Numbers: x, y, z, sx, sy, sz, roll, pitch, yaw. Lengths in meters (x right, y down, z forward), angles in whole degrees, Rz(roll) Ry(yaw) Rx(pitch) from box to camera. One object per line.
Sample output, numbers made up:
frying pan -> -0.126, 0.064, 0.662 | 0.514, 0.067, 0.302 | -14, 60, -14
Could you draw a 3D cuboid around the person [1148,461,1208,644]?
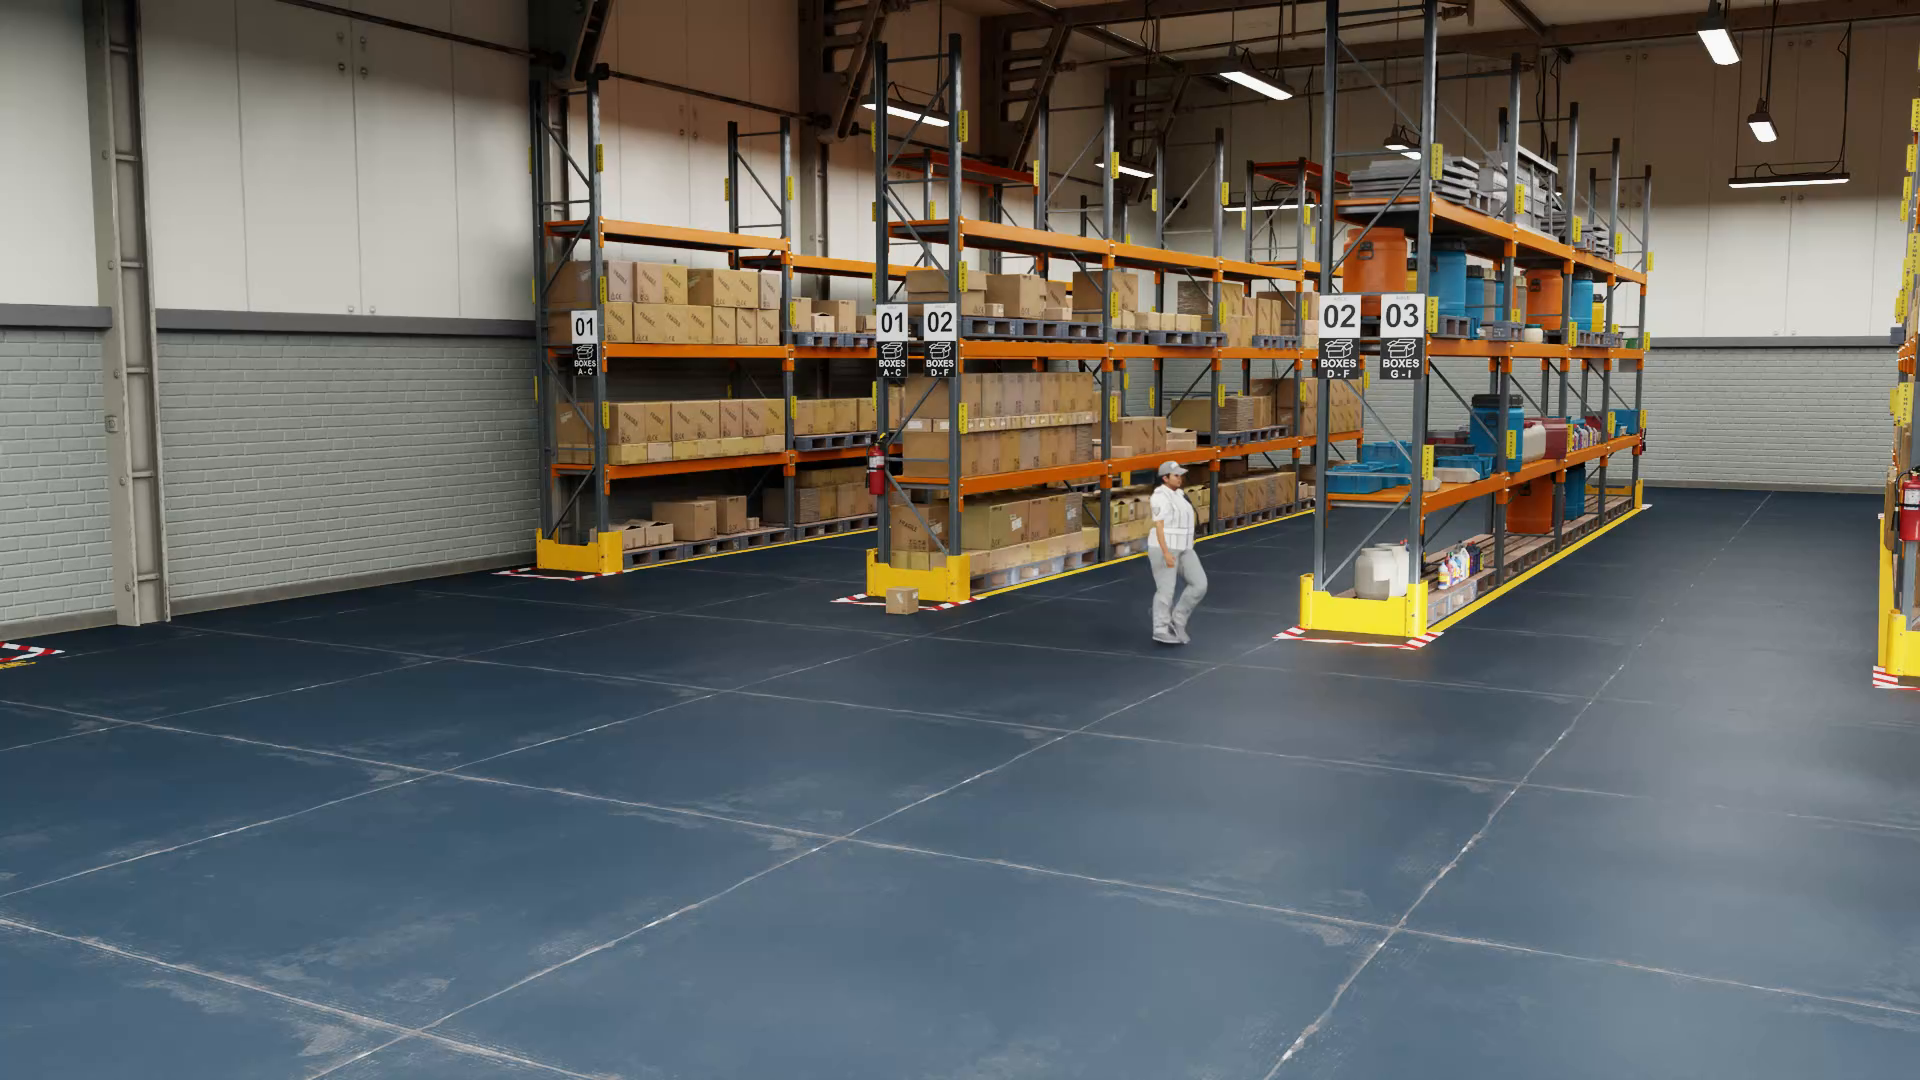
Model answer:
person -> 1.967, 0.128, 15.101 | 0.447, 1.694, 0.477 | 5, 8, 42
